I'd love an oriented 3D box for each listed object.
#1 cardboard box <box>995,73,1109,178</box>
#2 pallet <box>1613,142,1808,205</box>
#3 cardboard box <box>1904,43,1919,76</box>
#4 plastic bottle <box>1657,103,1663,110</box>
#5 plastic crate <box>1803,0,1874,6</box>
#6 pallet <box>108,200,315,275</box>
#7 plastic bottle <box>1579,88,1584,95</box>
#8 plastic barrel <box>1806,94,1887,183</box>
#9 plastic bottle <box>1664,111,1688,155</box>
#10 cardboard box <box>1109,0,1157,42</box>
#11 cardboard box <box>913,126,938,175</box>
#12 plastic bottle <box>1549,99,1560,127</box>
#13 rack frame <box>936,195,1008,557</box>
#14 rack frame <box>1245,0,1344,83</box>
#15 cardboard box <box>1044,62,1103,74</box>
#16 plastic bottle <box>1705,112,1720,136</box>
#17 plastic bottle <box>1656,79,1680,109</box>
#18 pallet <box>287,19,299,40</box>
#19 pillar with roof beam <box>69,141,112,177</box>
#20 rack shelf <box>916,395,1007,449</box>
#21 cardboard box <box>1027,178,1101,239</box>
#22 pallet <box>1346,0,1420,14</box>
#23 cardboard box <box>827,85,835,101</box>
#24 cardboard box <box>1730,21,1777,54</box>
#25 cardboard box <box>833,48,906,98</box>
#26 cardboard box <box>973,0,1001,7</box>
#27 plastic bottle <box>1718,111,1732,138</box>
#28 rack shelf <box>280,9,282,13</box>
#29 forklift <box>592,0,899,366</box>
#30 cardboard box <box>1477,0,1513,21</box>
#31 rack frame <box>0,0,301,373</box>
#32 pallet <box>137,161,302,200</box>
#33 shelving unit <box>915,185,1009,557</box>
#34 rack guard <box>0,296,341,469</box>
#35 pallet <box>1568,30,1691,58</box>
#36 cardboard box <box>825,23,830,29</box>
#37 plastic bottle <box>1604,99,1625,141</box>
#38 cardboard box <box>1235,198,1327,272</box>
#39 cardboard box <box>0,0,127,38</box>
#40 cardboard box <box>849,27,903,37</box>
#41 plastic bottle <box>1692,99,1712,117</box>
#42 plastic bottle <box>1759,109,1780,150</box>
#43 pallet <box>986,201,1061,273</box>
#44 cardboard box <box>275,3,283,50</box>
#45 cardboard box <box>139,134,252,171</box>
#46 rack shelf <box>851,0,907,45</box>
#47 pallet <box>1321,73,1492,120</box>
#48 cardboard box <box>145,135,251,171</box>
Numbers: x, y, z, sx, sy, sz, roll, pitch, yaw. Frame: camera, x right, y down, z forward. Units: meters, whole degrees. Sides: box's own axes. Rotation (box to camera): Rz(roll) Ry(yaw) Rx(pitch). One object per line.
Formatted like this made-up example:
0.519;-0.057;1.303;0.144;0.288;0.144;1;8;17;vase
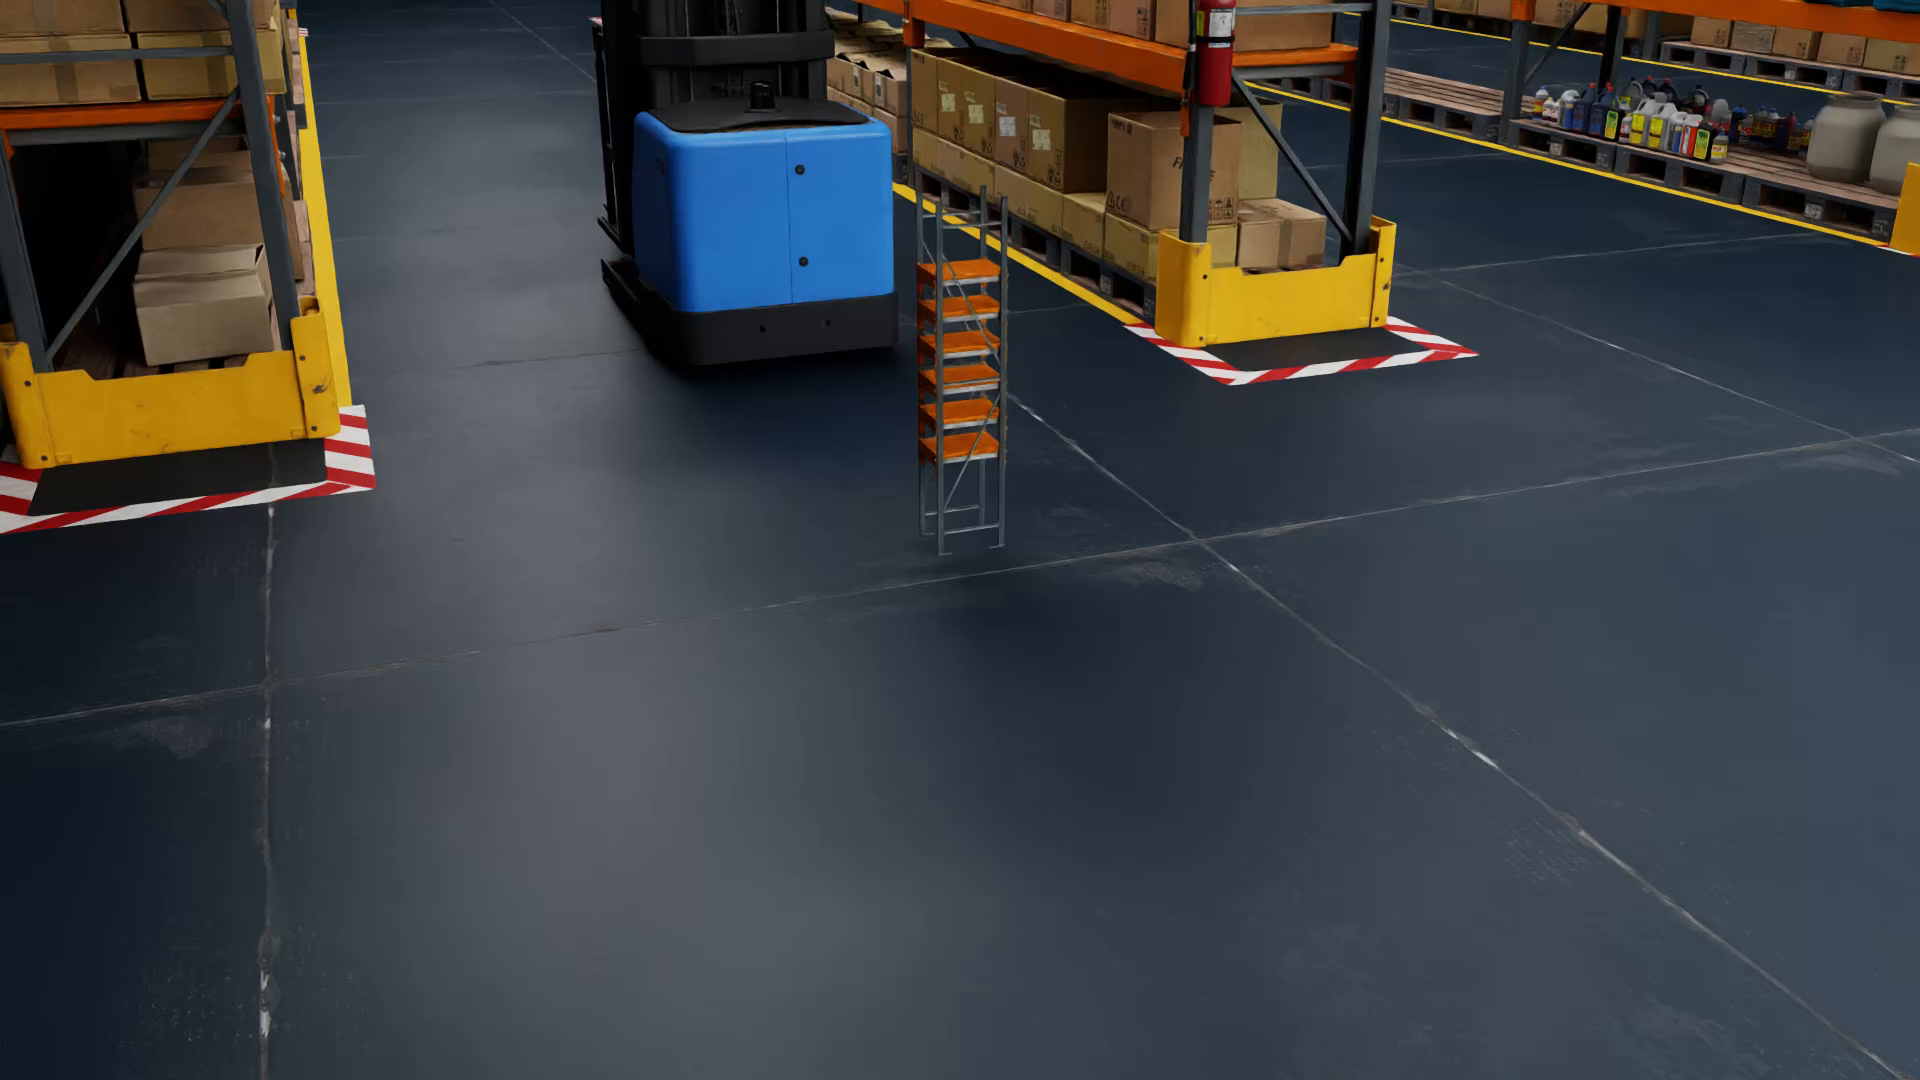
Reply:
0.526;-2.412;9.645;0.500;0.500;0.500;-8;24;-19;cardboard box
5.391;-2.596;11.637;1.003;0.211;1.213;-8;24;-19;pallet
9.195;-4.531;15.290;0.700;0.500;0.500;-10;25;-23;cardboard box
5.002;-2.978;11.895;0.152;0.276;0.135;-8;24;-19;plastic bottle
5.491;-3.430;10.218;0.499;0.251;0.408;-8;24;-19;plastic crate
-4.240;-1.691;9.491;1.003;0.211;1.213;-8;24;-19;pallet
4.700;-3.251;12.532;0.061;0.283;0.133;-8;24;-19;plastic bottle
5.690;-2.579;10.670;0.421;0.512;0.421;0;23;0;plastic barrel
5.000;-2.822;11.523;0.152;0.276;0.135;-9;24;-20;plastic bottle
1.193;-2.851;8.522;0.700;0.500;0.500;-8;24;-18;cardboard box
0.003;-2.613;11.086;0.500;0.250;0.500;-8;24;-19;cardboard box
4.533;-3.238;12.607;0.097;0.201;0.097;0;23;0;plastic bottle
0.037;-0.514;5.426;0.240;1.200;0.006;-8;24;-19;rack frame
3.345;-6.028;16.190;1.000;3.000;0.127;-8;24;-19;rack frame
0.837;-2.665;10.246;0.500;0.500;0.500;-8;24;-19;cardboard box
5.148;-2.790;11.437;0.061;0.283;0.133;-8;24;-19;plastic bottle
5.323;-3.293;12.544;0.144;0.351;0.185;-10;25;-22;plastic bottle
-8.393;-6.011;19.739;1.003;0.211;1.213;-8;24;-19;pallet
-2.246;-7.433;11.799;9.100;9.000;0.400;-8;24;-19;pillar with roof beam
0.005;-0.396;5.568;0.258;0.103;0.180;-8;24;-19;rack shelf
0.704;-1.885;9.360;0.500;0.250;0.500;-8;24;-19;cardboard box
5.936;-7.607;23.527;1.003;0.211;1.213;-8;24;-19;pallet
-0.831;-3.489;13.165;0.500;0.250;0.500;-8;24;-18;cardboard box
8.442;-5.318;17.157;0.700;0.500;0.500;-10;25;-23;cardboard box
-0.652;-3.559;12.609;0.500;0.311;0.500;-8;24;-19;cardboard box
0.478;-3.591;10.280;0.700;0.500;0.500;-9;24;-20;cardboard box
5.558;-3.008;12.060;0.097;0.201;0.097;0;23;0;plastic bottle
-5.216;-3.611;11.381;1.077;0.370;4.000;-8;24;-19;rack shelf
-1.283;-2.670;8.310;1.130;2.935;3.031;-8;24;-19;forklift
7.127;-6.821;20.267;1.225;0.875;0.875;-9;25;-21;cardboard box
-3.097;-1.762;6.068;1.000;3.000;0.127;-8;24;-19;rack frame
-4.786;-2.213;10.729;1.003;0.211;1.213;-8;24;-19;pallet
0.005;-0.548;5.504;0.258;1.200;0.189;-8;24;-19;shelving unit
-3.124;-0.638;6.619;1.175;0.500;0.348;-8;24;-19;rack guard
7.771;-5.719;19.048;1.003;0.211;1.213;-8;24;-19;pallet
-1.380;-4.304;14.377;0.500;0.311;0.500;-7;24;-17;cardboard box
4.741;-3.041;12.034;0.061;0.283;0.133;-7;24;-17;plastic bottle
1.555;-1.595;8.671;0.500;0.250;0.500;-8;24;-19;cardboard box
-3.462;-2.190;6.285;0.500;0.500;0.500;-9;24;-20;cardboard box
-0.685;-4.190;14.107;0.500;0.311;0.500;-9;24;-20;cardboard box
5.392;-3.070;12.102;0.061;0.283;0.133;-8;24;-19;plastic bottle
5.701;-2.893;11.698;0.097;0.271;0.097;0;23;0;plastic bottle
0.800;-1.873;9.921;1.003;0.211;1.213;-8;24;-19;pallet
-3.520;-2.480;7.938;0.500;0.250;0.500;-8;24;-19;cardboard box
-4.786;-2.531;10.546;0.700;0.500;0.500;-7;24;-17;cardboard box
-0.584;-4.292;12.996;1.077;0.370;4.000;-8;24;-19;rack shelf
4.010;-4.014;15.001;1.003;0.211;1.213;-8;24;-19;pallet
-4.106;-1.895;9.035;0.500;0.500;0.500;-10;25;-23;cardboard box
